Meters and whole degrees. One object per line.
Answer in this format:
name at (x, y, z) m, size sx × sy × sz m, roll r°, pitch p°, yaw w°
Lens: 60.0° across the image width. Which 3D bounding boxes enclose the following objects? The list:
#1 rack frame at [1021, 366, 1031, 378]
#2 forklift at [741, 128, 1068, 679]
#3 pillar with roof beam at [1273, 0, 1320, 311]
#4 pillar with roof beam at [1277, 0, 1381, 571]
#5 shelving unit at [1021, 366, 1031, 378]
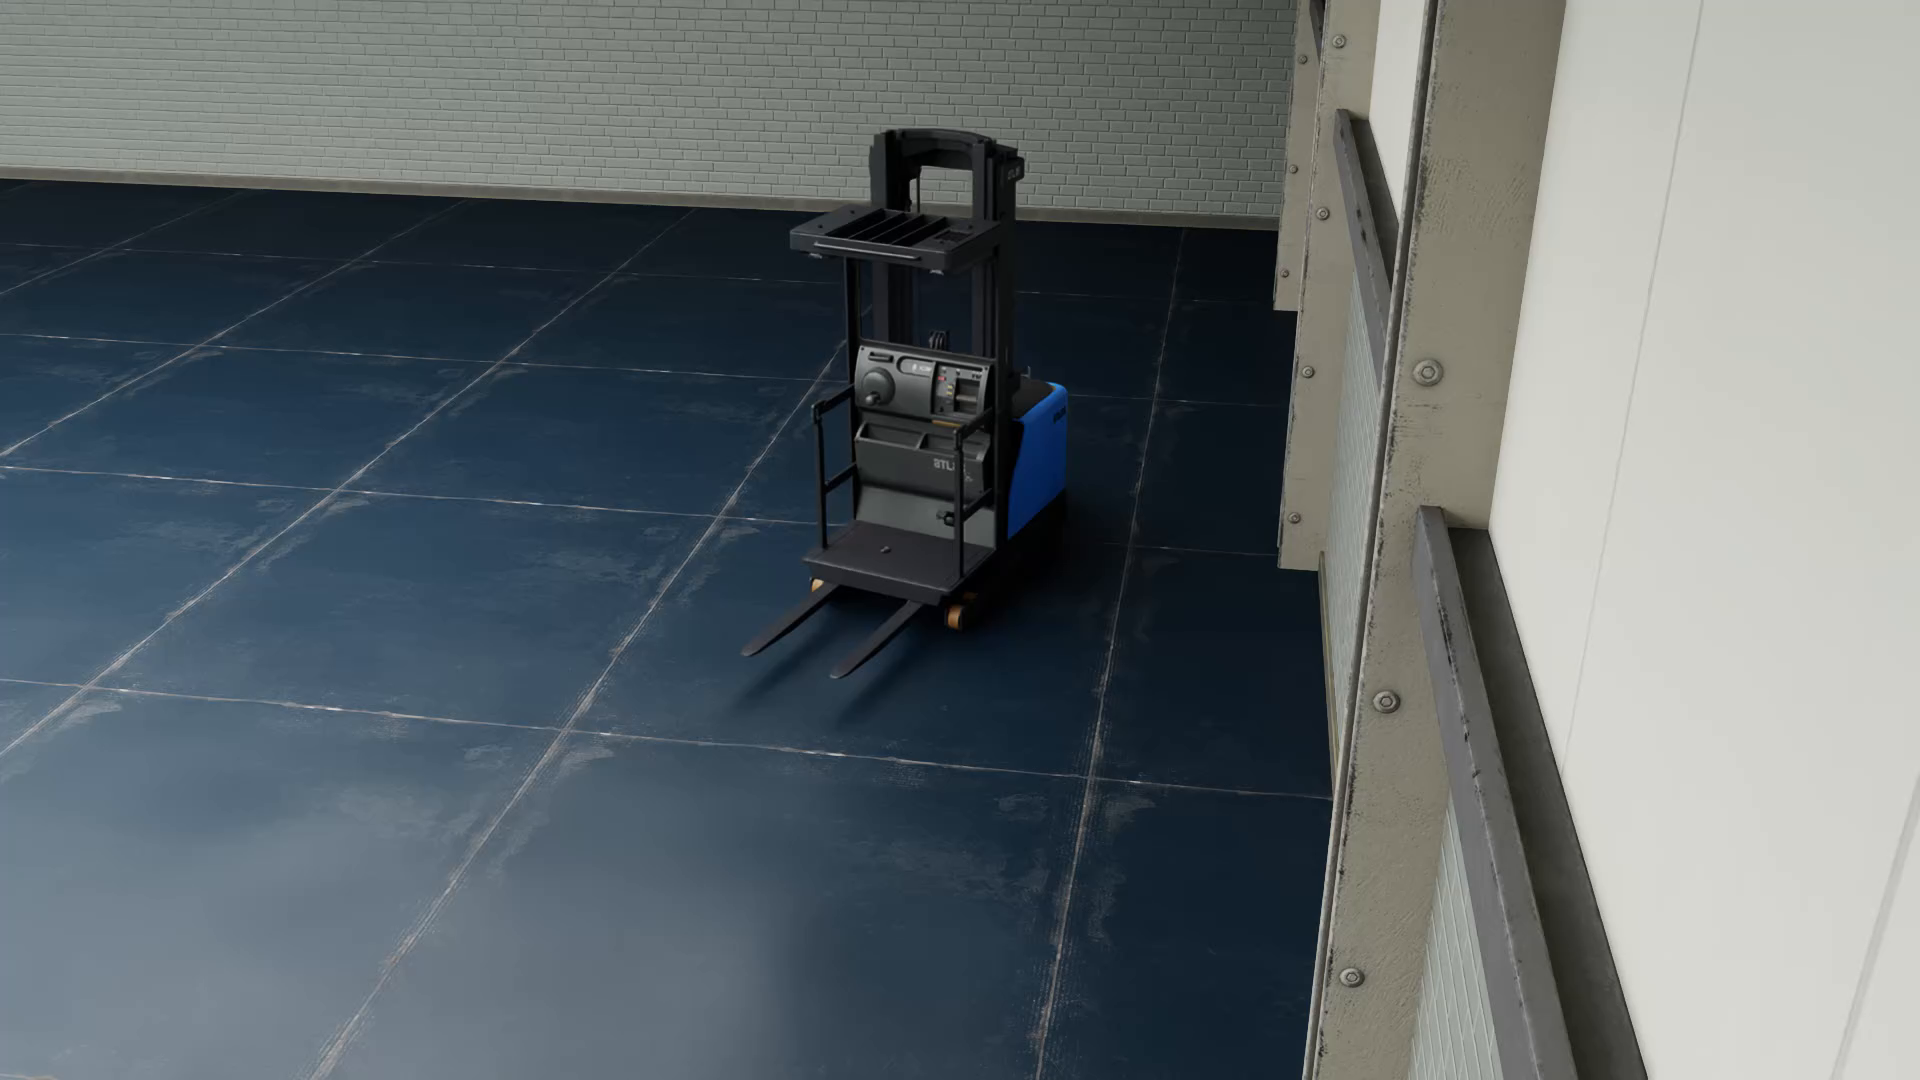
rack frame at (0.418, -0.793, 12.250) m, size 0.200 × 1.050 × 0.008 m, roll 12°, pitch 27°, yaw 23°
forklift at (-0.335, -0.966, 10.401) m, size 1.130 × 2.935 × 3.031 m, roll 12°, pitch 28°, yaw 23°
pillar with roof beam at (-0.907, -6.764, 15.630) m, size 9.100 × 9.000 × 0.400 m, roll 4°, pitch 25°, yaw 9°
pillar with roof beam at (-1.887, -4.255, 10.269) m, size 9.100 × 9.000 × 0.400 m, roll 4°, pitch 25°, yaw 9°
shelving unit at (0.365, -0.747, 12.151) m, size 0.215 × 1.050 × 0.252 m, roll 12°, pitch 27°, yaw 23°
